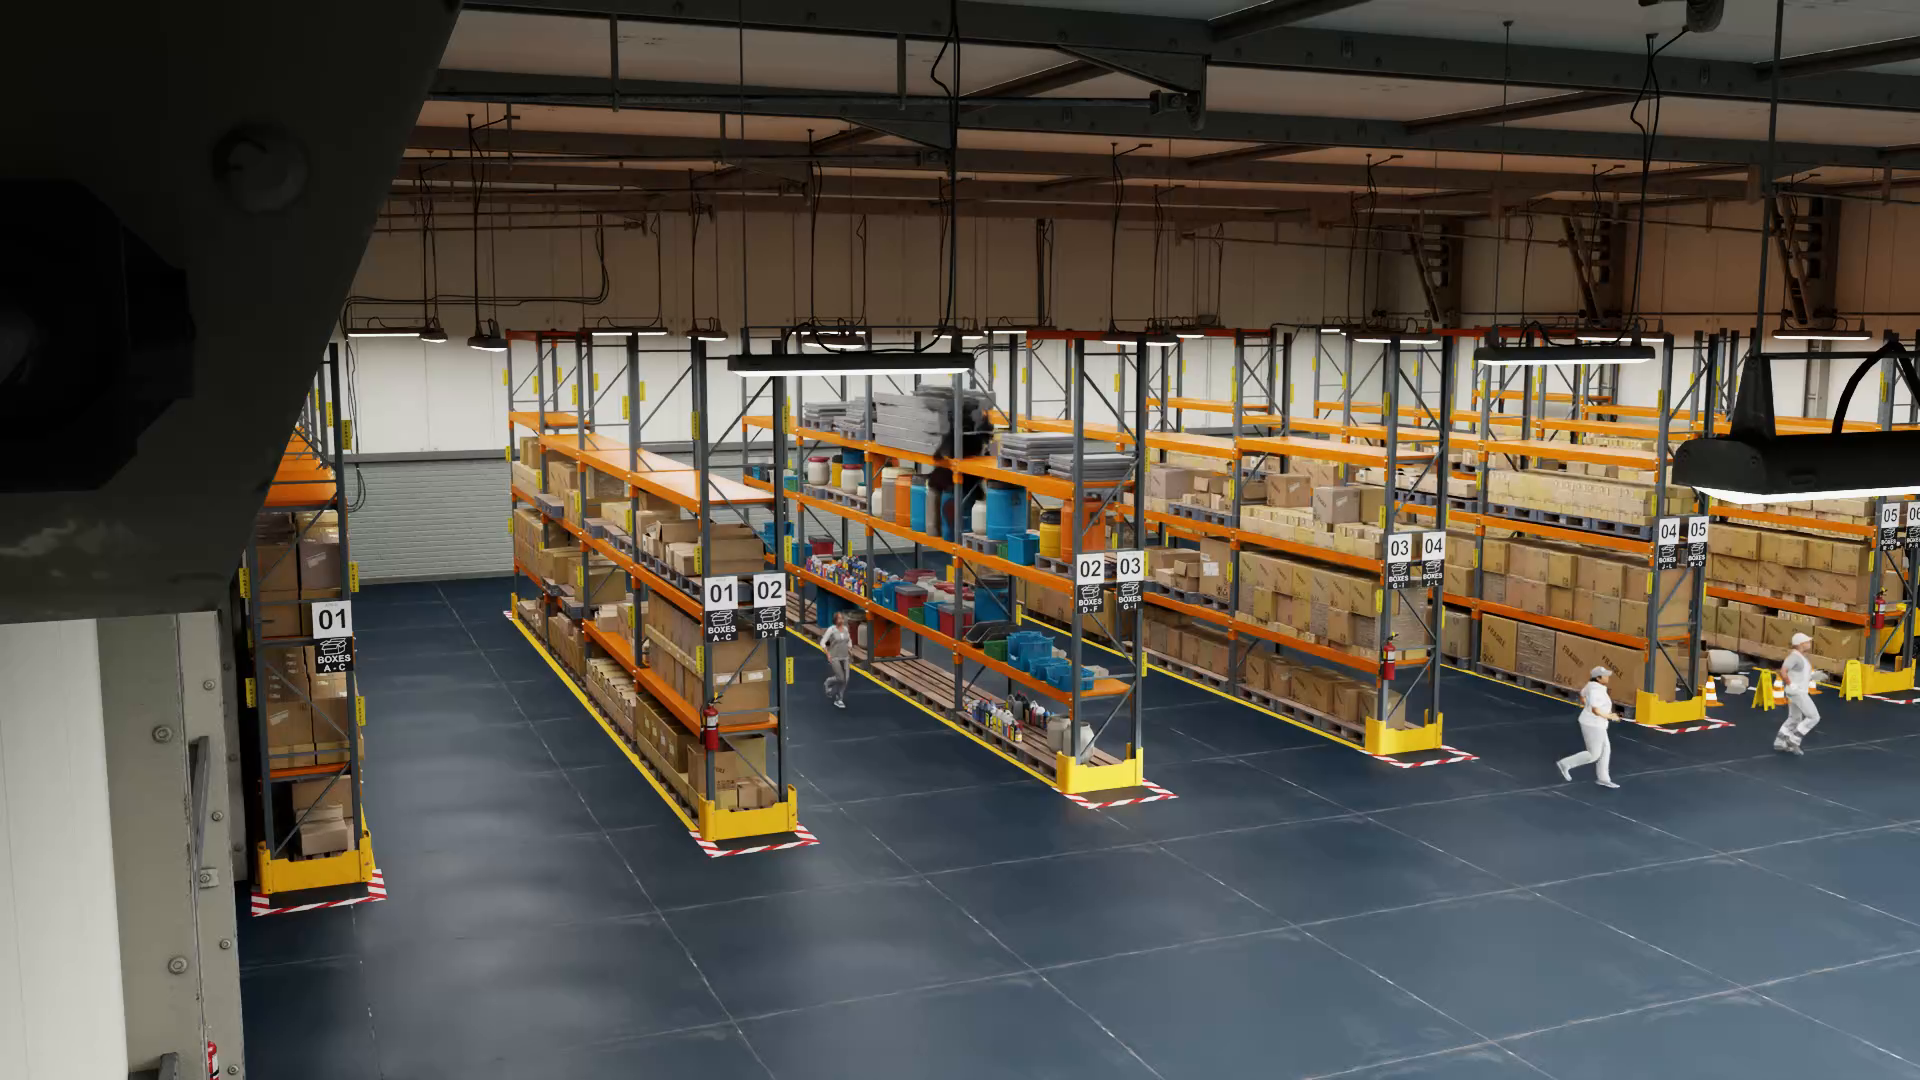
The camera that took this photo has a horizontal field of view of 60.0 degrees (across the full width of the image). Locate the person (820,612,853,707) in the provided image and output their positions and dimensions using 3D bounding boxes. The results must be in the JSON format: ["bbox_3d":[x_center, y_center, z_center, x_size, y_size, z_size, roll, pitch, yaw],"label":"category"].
[{"bbox_3d":[-1.960,1.936,26.849,0.536,1.536,0.545,-5,9,-34],"label":"person"}]

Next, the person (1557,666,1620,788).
[{"bbox_3d":[8.452,2.505,22.310,0.838,1.670,0.616,2,8,13],"label":"person"}]

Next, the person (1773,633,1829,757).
[{"bbox_3d":[12.083,2.223,23.863,0.649,1.783,0.652,4,9,27],"label":"person"}]

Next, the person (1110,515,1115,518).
[{"bbox_3d":[3.566,0.218,39.078,0.639,1.618,0.504,-1,8,-9],"label":"person"}]
